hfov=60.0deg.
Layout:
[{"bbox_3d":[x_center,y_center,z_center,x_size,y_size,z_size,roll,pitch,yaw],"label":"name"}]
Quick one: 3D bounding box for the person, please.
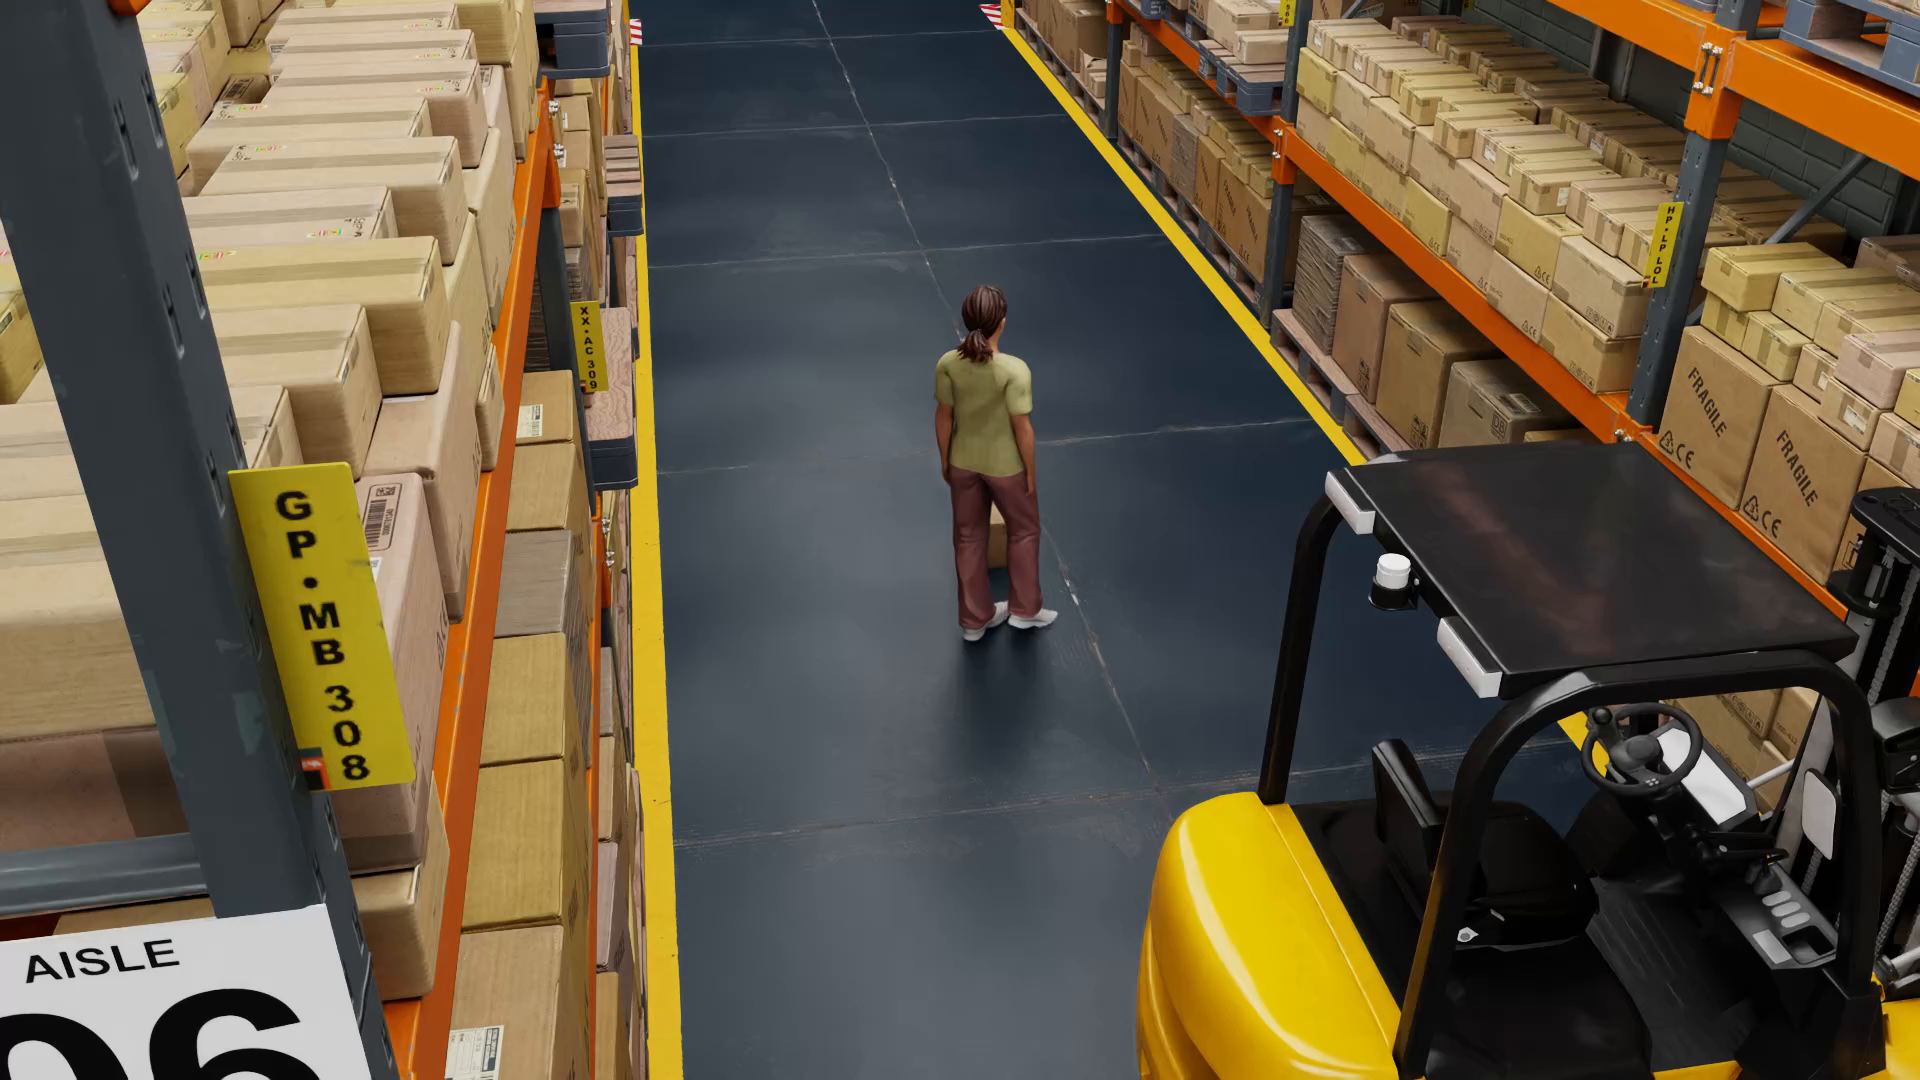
[{"bbox_3d":[0.159,-0.303,7.179,0.499,1.719,0.466,11,32,17],"label":"person"}]
